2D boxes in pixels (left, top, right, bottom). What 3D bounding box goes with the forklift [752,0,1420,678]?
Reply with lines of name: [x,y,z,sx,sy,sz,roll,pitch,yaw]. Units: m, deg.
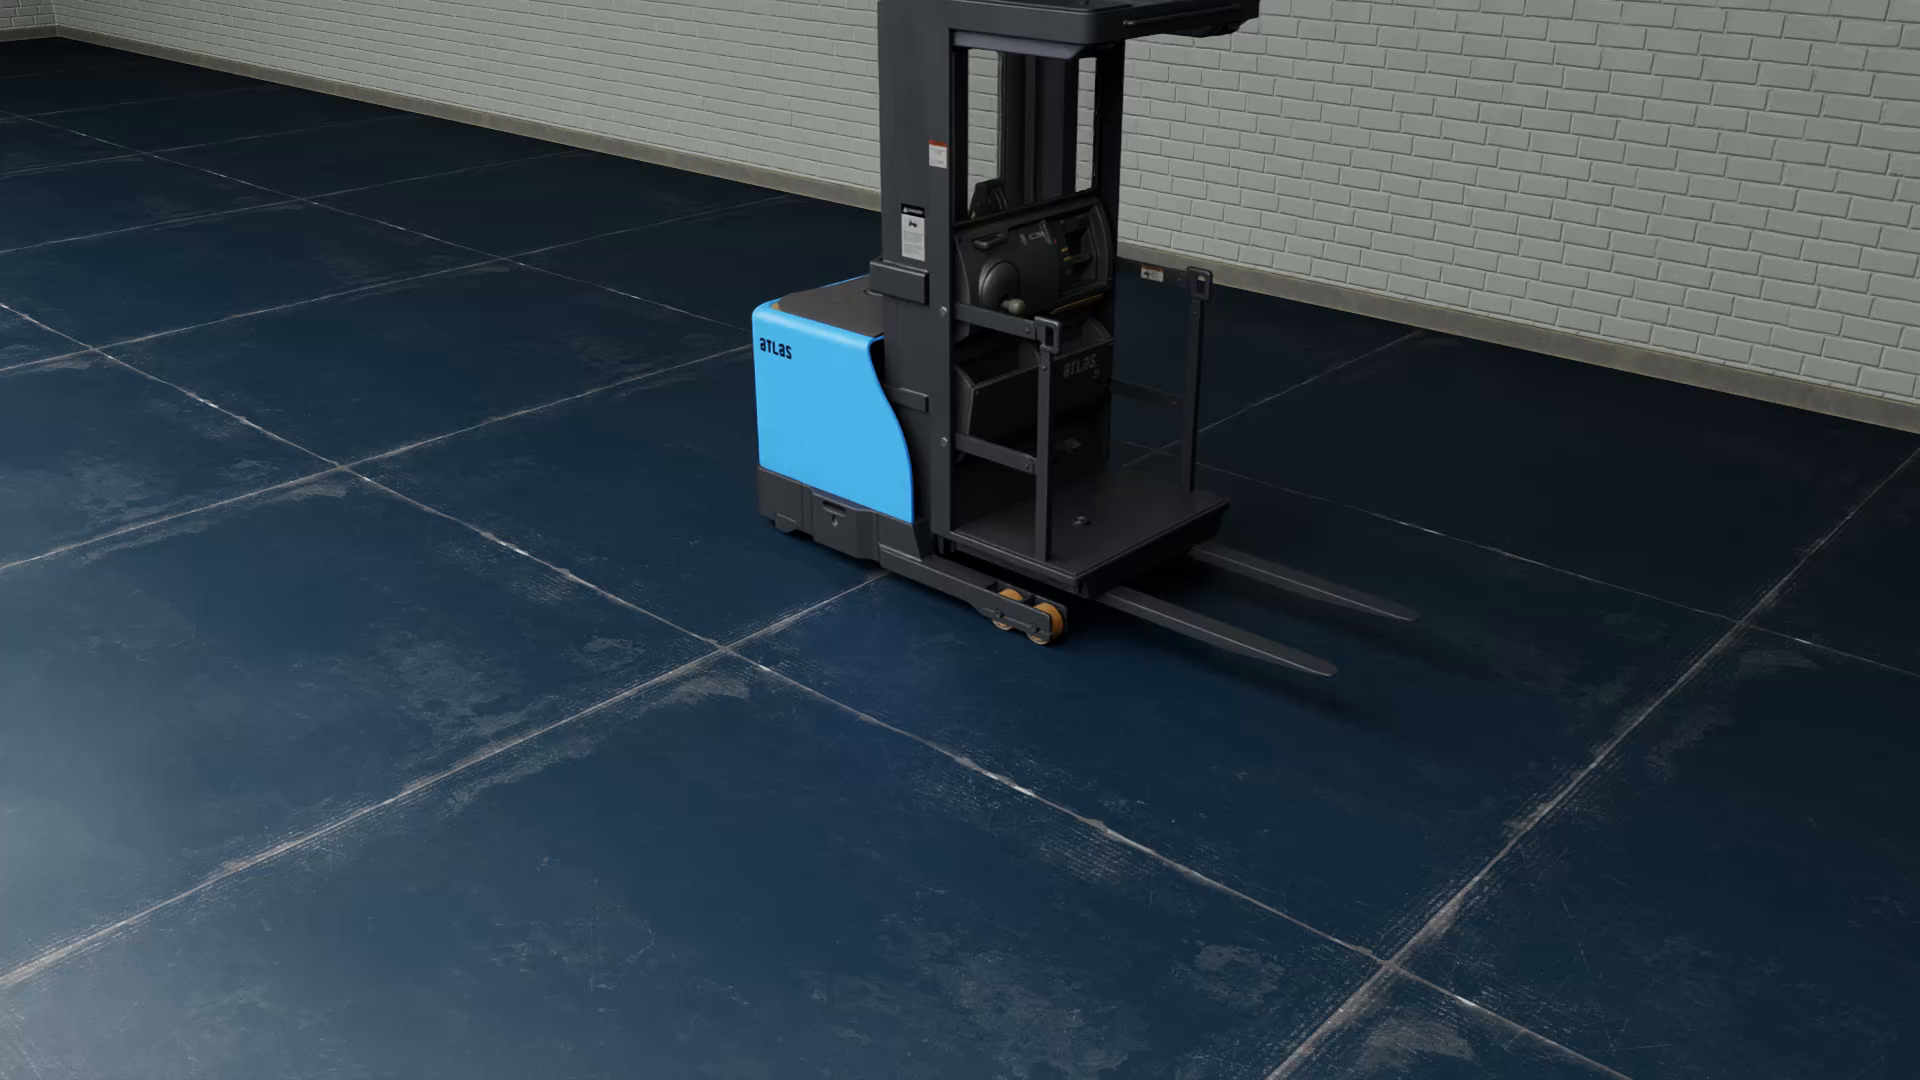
forklift: [0.471,-1.153,6.738,3.031,2.935,1.130,21,31,38]
